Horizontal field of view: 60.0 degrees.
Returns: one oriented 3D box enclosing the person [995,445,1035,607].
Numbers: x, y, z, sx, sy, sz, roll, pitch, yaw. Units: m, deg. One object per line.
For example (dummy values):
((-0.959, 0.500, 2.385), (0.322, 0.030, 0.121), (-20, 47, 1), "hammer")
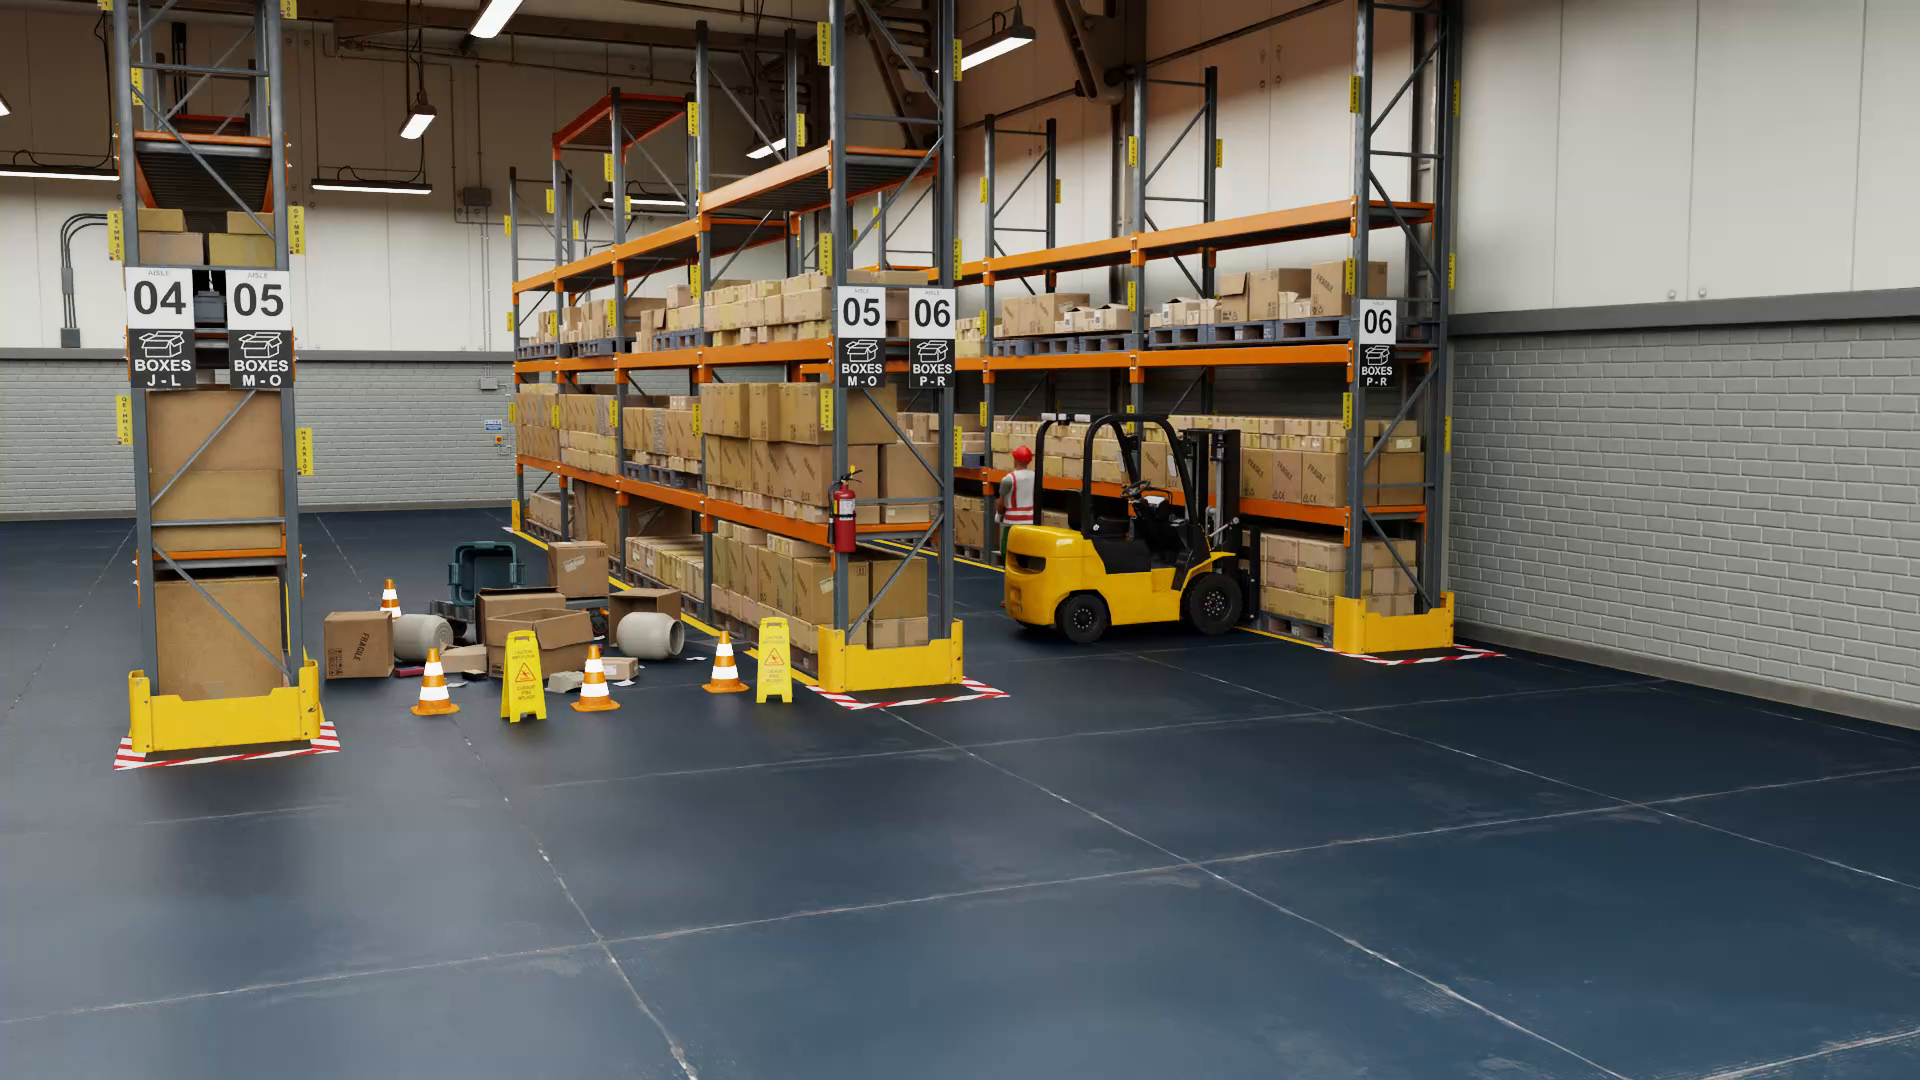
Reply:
((0.620, -0.153, 18.251), (0.493, 1.782, 0.564), (-2, 6, -23), "person")
